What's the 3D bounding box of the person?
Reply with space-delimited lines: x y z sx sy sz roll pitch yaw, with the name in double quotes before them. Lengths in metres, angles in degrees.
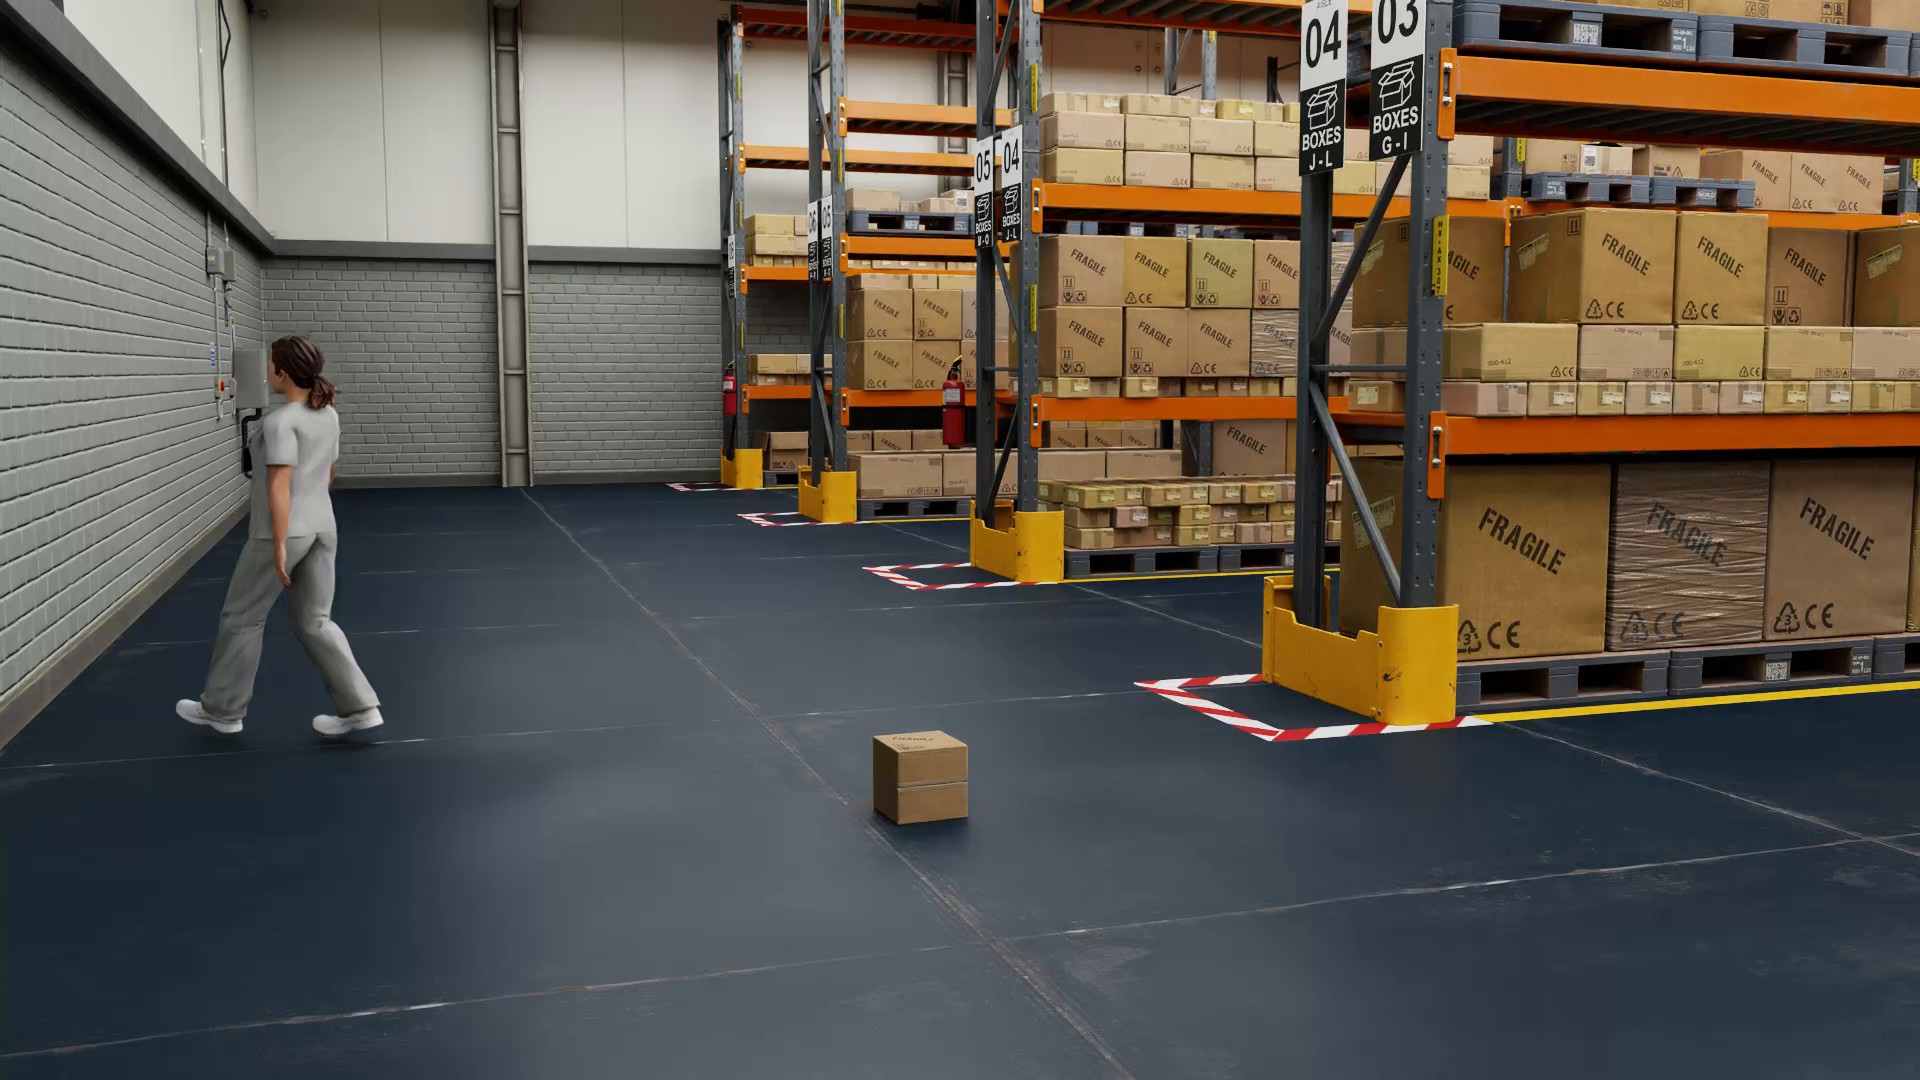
"person" -2.782 -0.018 6.740 0.911 1.617 0.481 2 6 19
